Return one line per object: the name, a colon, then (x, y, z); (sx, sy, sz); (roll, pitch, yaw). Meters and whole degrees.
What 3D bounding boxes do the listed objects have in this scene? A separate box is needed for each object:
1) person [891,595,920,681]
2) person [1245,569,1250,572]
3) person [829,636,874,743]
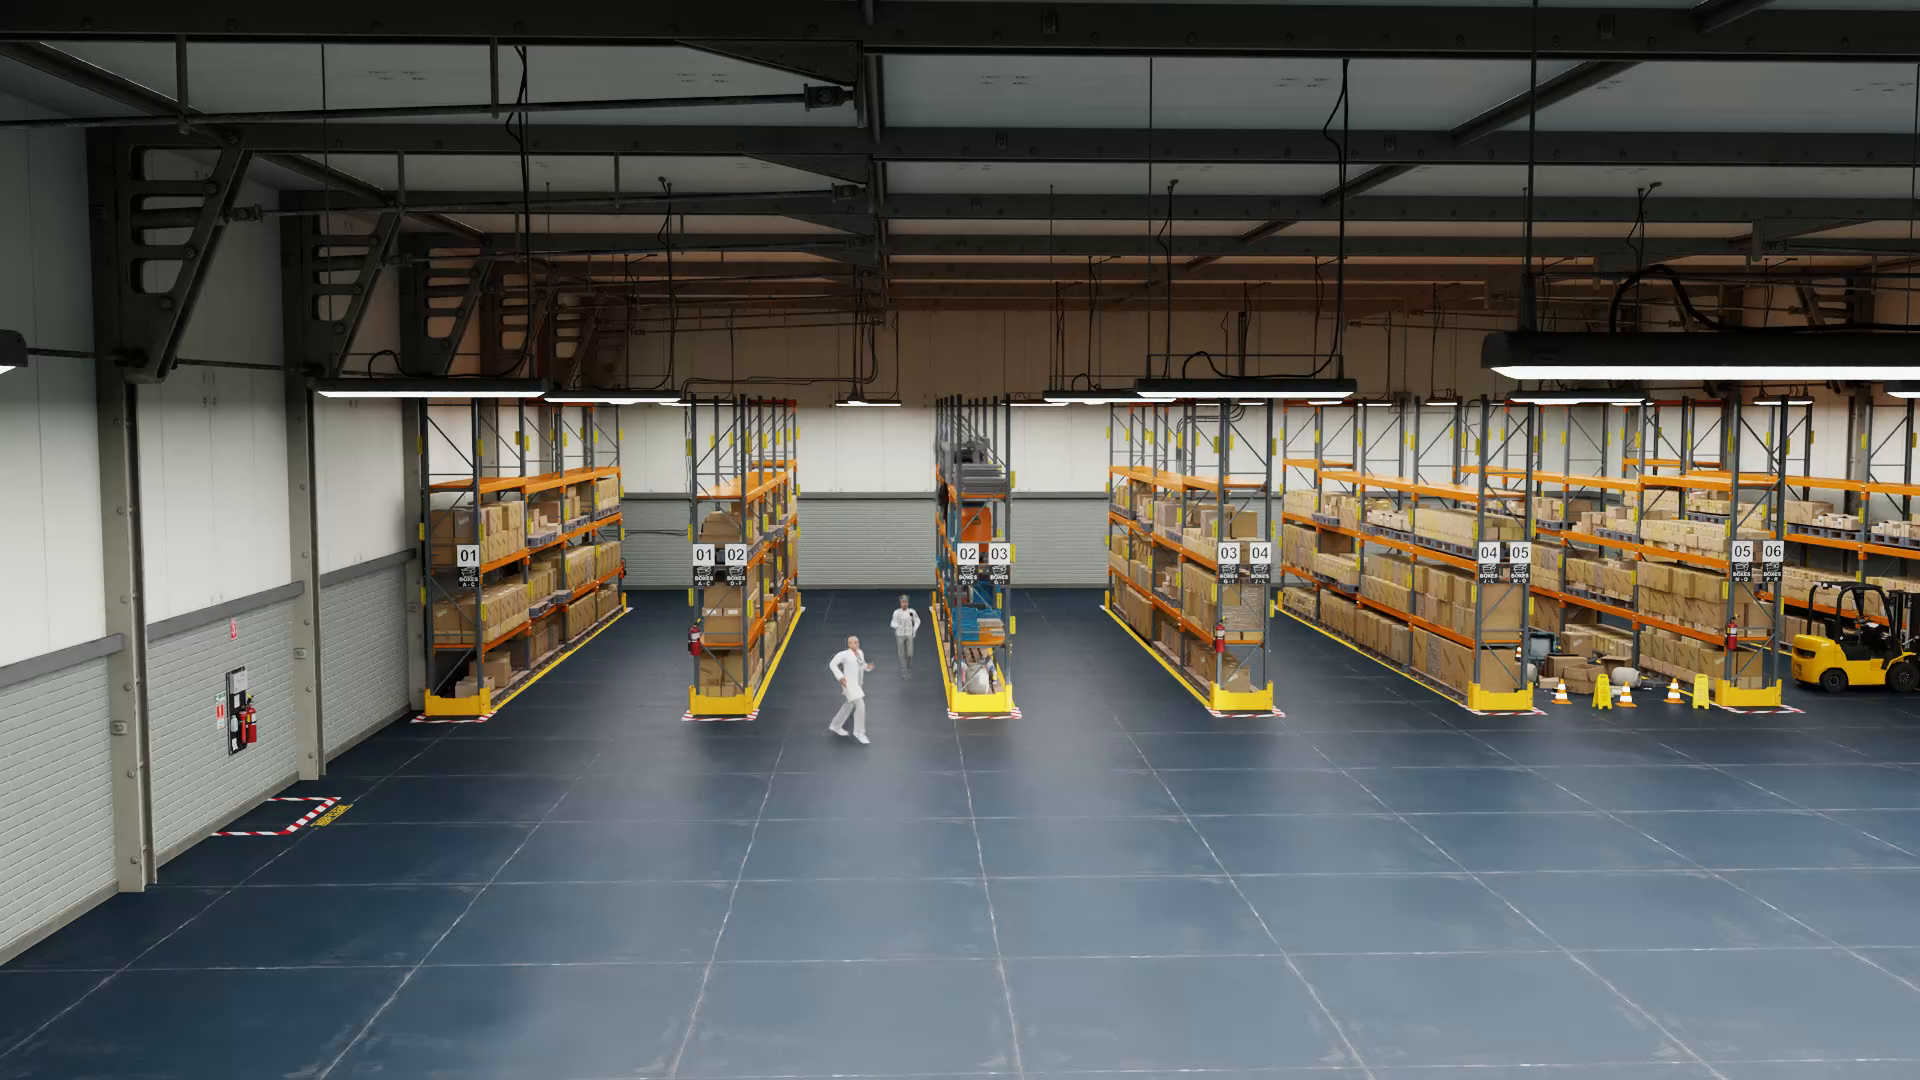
person: (-1.091, 1.976, 33.472); (0.597, 1.737, 0.599); (0, 5, -3)
person: (7.903, 1.200, 47.512); (0.728, 1.573, 0.605); (3, 6, 37)
person: (-1.871, 2.578, 28.817); (0.834, 1.852, 0.669); (2, 5, 26)
